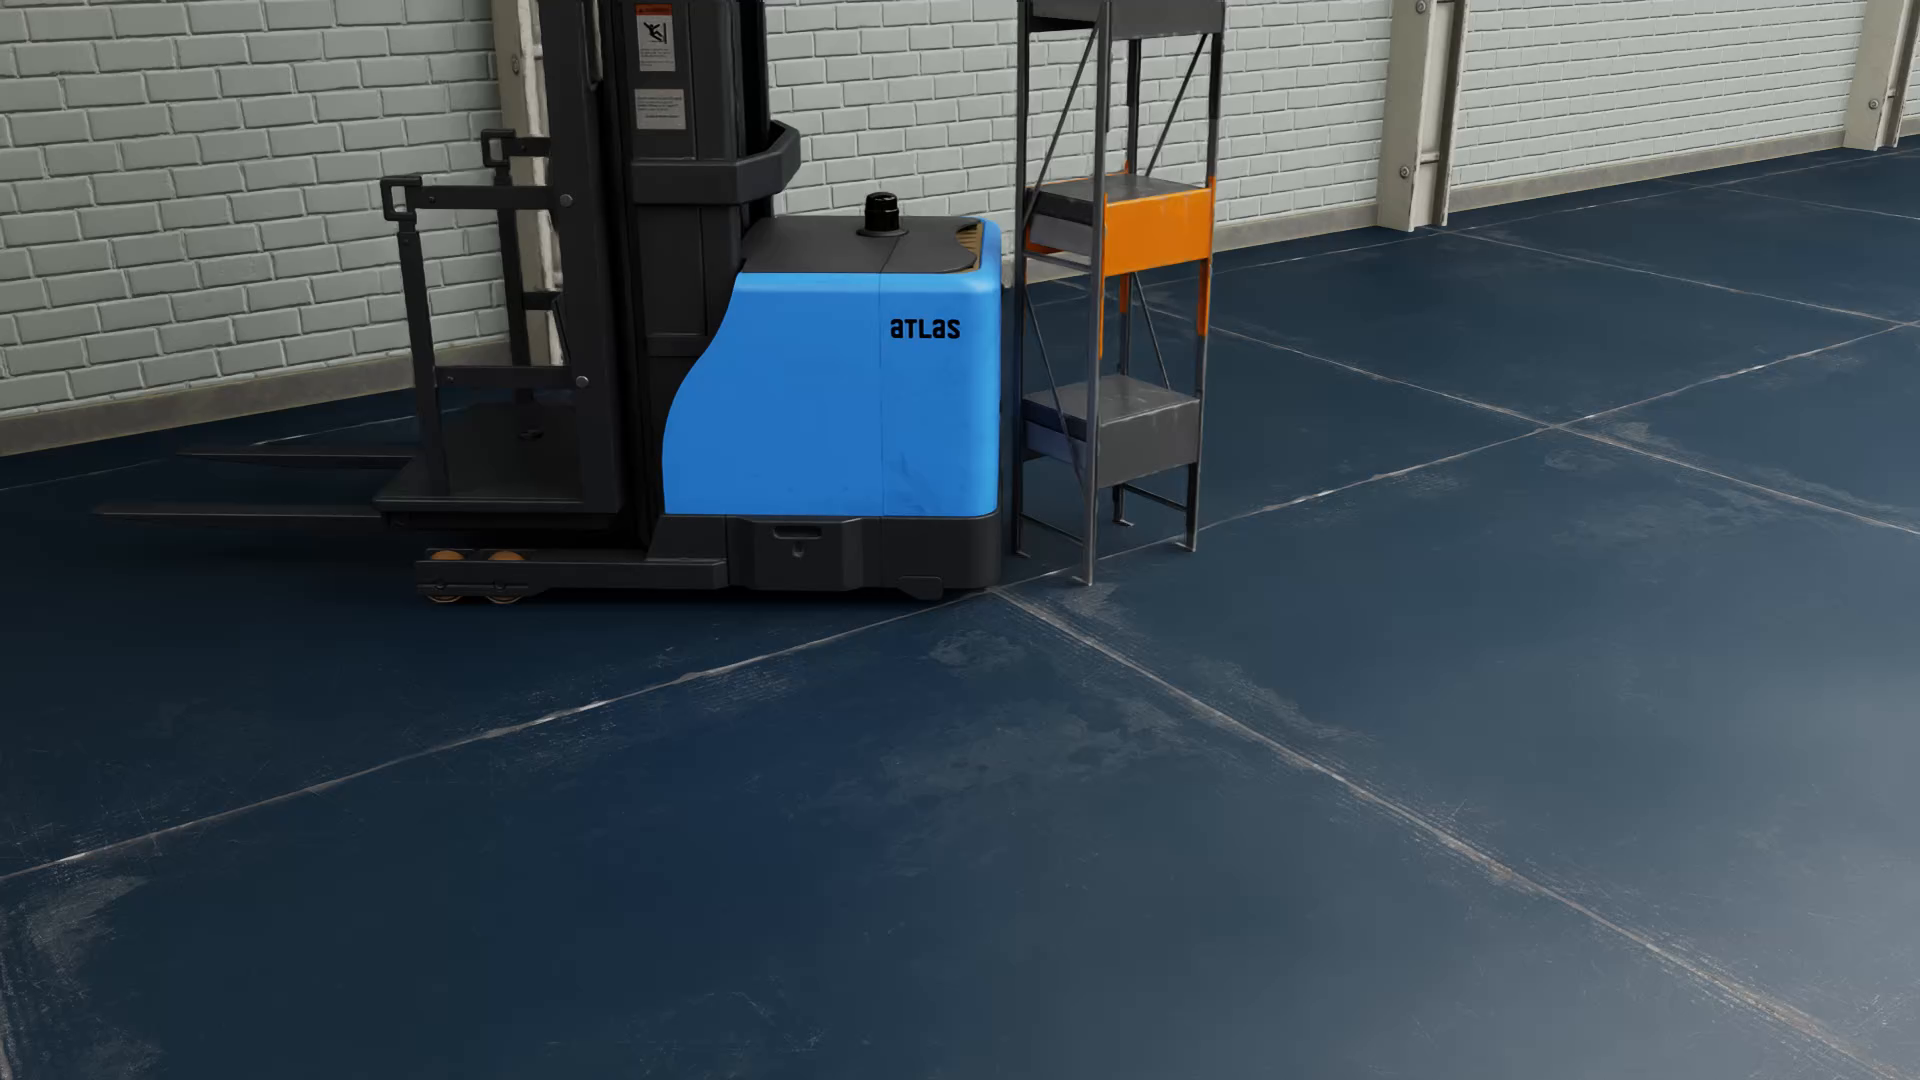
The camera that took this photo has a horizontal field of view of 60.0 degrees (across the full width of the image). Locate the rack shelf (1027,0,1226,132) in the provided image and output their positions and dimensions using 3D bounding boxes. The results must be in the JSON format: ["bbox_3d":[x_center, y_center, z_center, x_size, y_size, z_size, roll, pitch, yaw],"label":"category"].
[{"bbox_3d":[0.499,-1.570,5.145,0.480,0.518,0.431,-16,27,-35],"label":"rack shelf"}]

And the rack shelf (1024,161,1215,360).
[{"bbox_3d":[0.499,-0.920,5.405,0.480,0.518,0.431,-16,27,-35],"label":"rack shelf"}]

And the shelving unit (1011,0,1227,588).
[{"bbox_3d":[0.499,-0.932,5.400,0.503,2.100,0.431,-16,27,-35],"label":"shelving unit"}]

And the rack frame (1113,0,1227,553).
[{"bbox_3d":[0.690,-0.988,5.540,0.015,2.100,0.400,-16,27,-35],"label":"rack frame"}]

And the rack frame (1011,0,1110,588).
[{"bbox_3d":[0.308,-0.876,5.259,0.015,2.100,0.400,-16,27,-35],"label":"rack frame"}]

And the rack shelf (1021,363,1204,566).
[{"bbox_3d":[0.499,-0.269,5.664,0.480,0.518,0.431,-16,27,-35],"label":"rack shelf"}]

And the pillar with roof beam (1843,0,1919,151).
[{"bbox_3d":[10.424,-6.313,9.575,0.400,9.000,9.100,-15,26,-33],"label":"pillar with roof beam"}]

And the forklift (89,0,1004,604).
[{"bbox_3d":[-1.370,-1.349,5.323,3.031,2.935,1.130,1,22,2],"label":"forklift"}]

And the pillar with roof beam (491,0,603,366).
[{"bbox_3d":[0.683,-3.716,3.066,0.400,9.000,9.100,-15,26,-33],"label":"pillar with roof beam"}]

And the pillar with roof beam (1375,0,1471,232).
[{"bbox_3d":[5.554,-5.014,6.320,0.400,9.000,9.100,-15,26,-33],"label":"pillar with roof beam"}]
